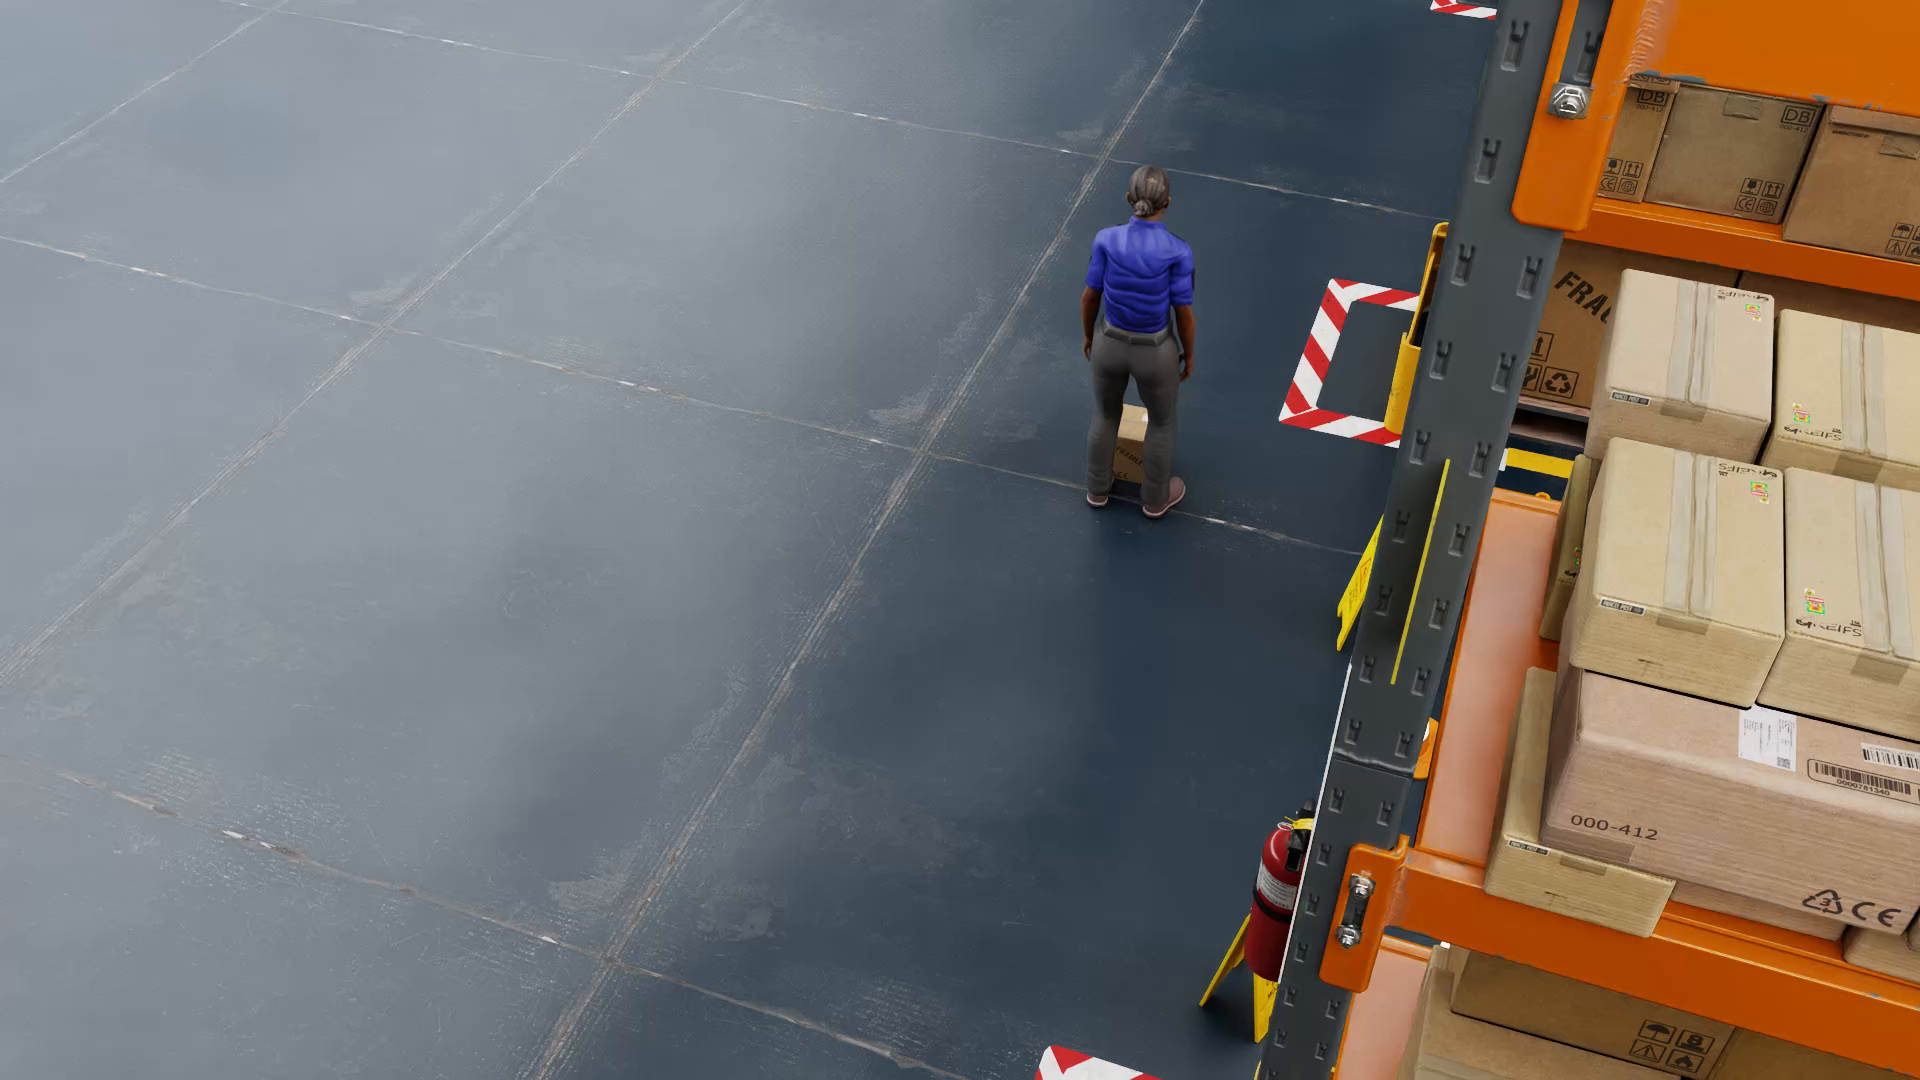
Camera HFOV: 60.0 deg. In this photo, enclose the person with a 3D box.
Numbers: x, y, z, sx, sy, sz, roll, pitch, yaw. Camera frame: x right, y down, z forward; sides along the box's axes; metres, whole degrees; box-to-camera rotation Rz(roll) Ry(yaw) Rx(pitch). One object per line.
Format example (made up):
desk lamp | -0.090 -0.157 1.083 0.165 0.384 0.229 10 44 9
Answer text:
person | 0.758 -0.815 7.076 0.505 1.655 0.347 14 44 15
